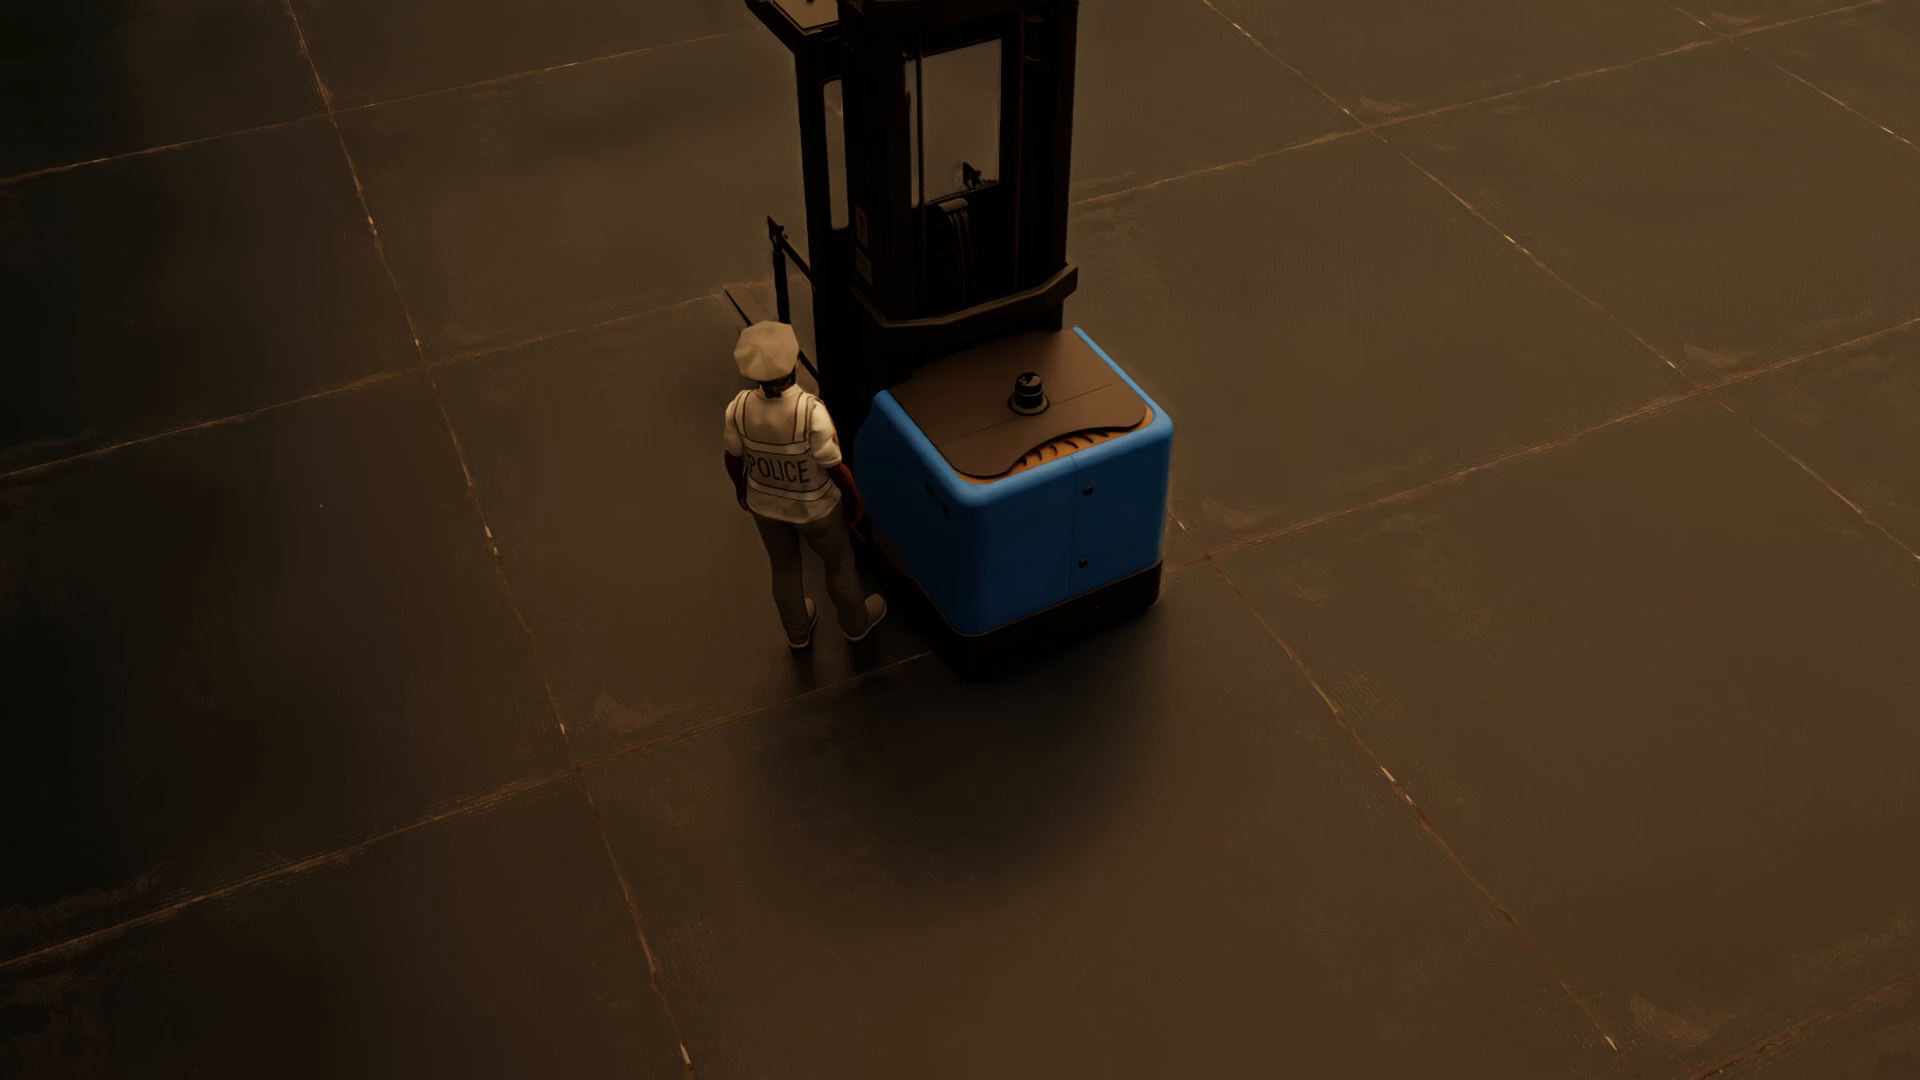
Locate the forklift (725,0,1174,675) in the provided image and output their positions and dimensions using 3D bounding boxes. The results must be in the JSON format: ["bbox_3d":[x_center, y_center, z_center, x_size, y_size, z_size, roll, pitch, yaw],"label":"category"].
[{"bbox_3d":[-0.253,-1.493,7.280,1.130,2.935,3.031,-20,47,-20],"label":"forklift"}]

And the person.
[{"bbox_3d":[-0.647,-0.213,6.810,0.566,1.697,0.508,9,44,10],"label":"person"}]
